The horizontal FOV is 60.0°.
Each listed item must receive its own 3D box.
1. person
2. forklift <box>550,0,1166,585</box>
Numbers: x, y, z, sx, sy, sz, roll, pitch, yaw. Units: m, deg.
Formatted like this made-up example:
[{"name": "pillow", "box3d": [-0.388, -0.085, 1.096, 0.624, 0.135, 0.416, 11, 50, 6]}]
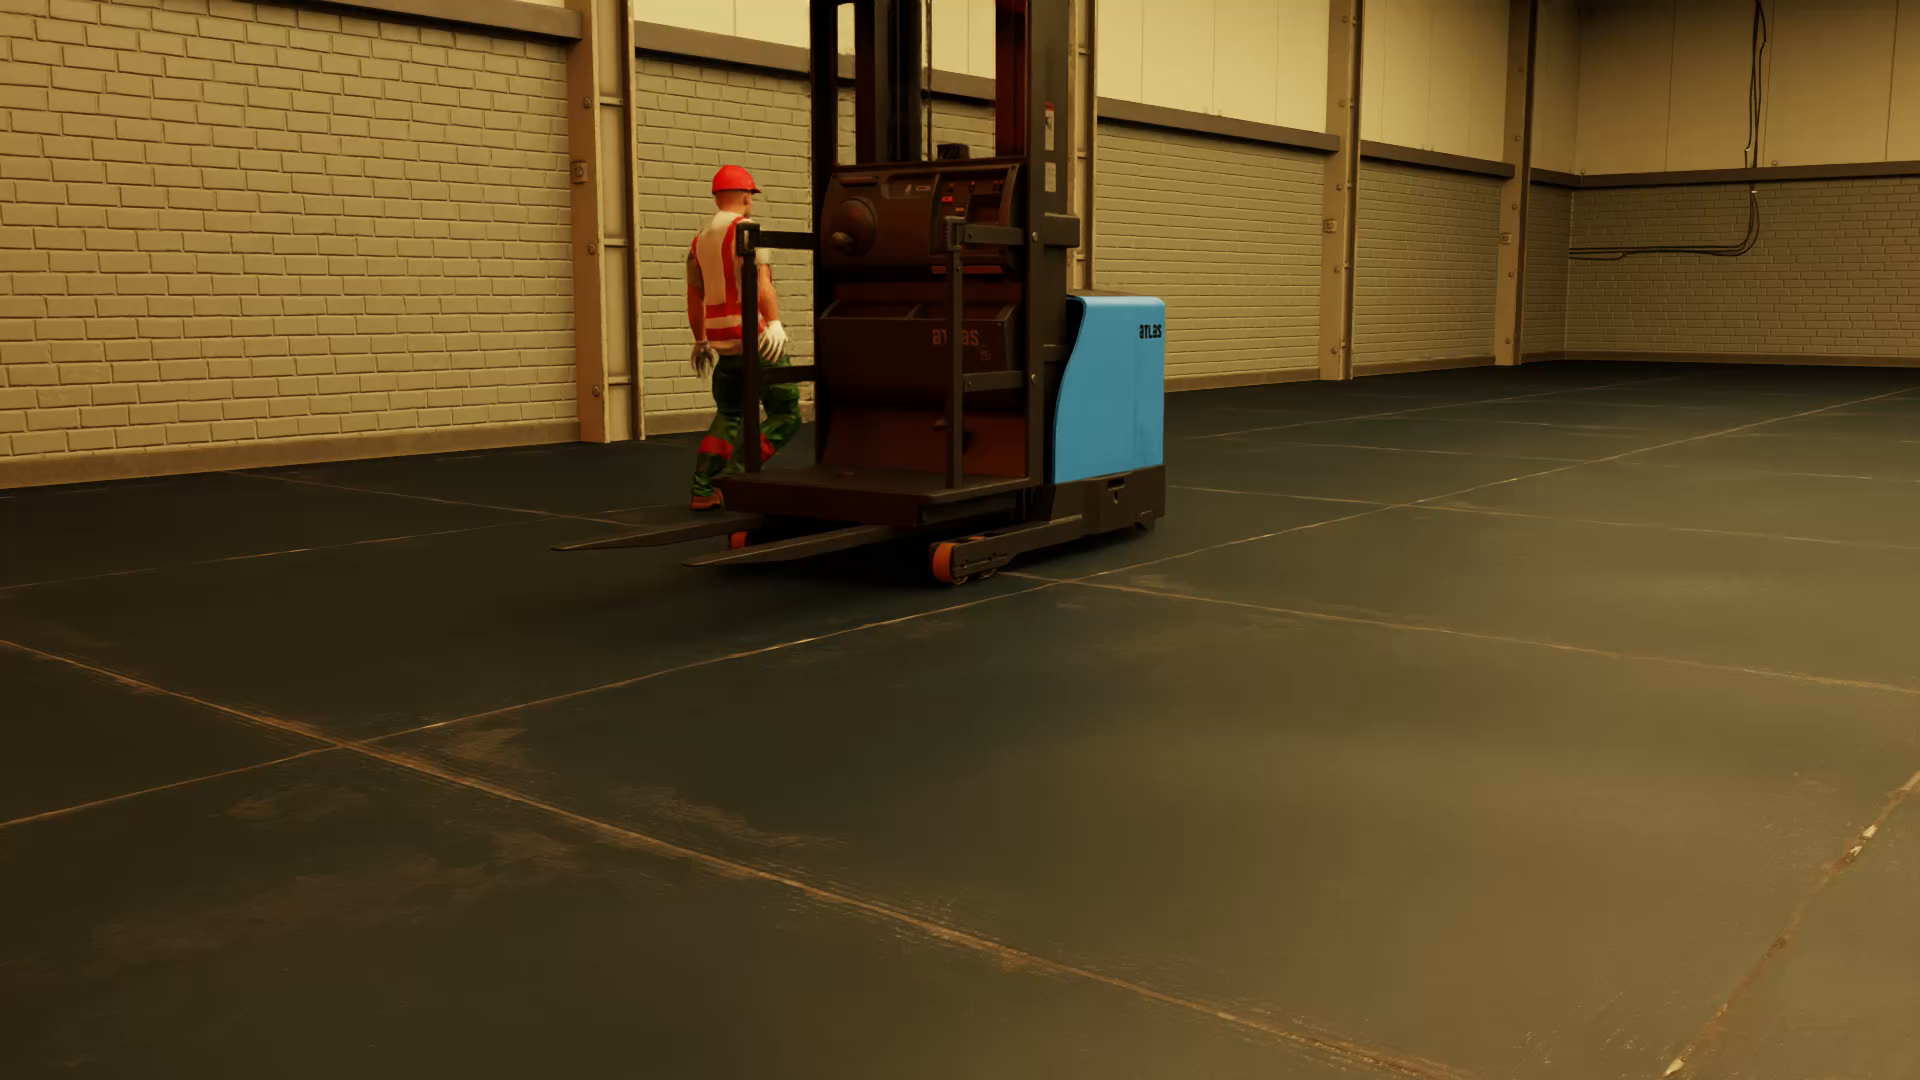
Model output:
[{"name": "person", "box3d": [-1.092, -0.980, 8.175, 0.484, 1.702, 0.911, -7, 11, -39]}, {"name": "forklift", "box3d": [-0.287, -1.358, 6.561, 1.130, 2.935, 3.031, 6, 10, 33]}]
